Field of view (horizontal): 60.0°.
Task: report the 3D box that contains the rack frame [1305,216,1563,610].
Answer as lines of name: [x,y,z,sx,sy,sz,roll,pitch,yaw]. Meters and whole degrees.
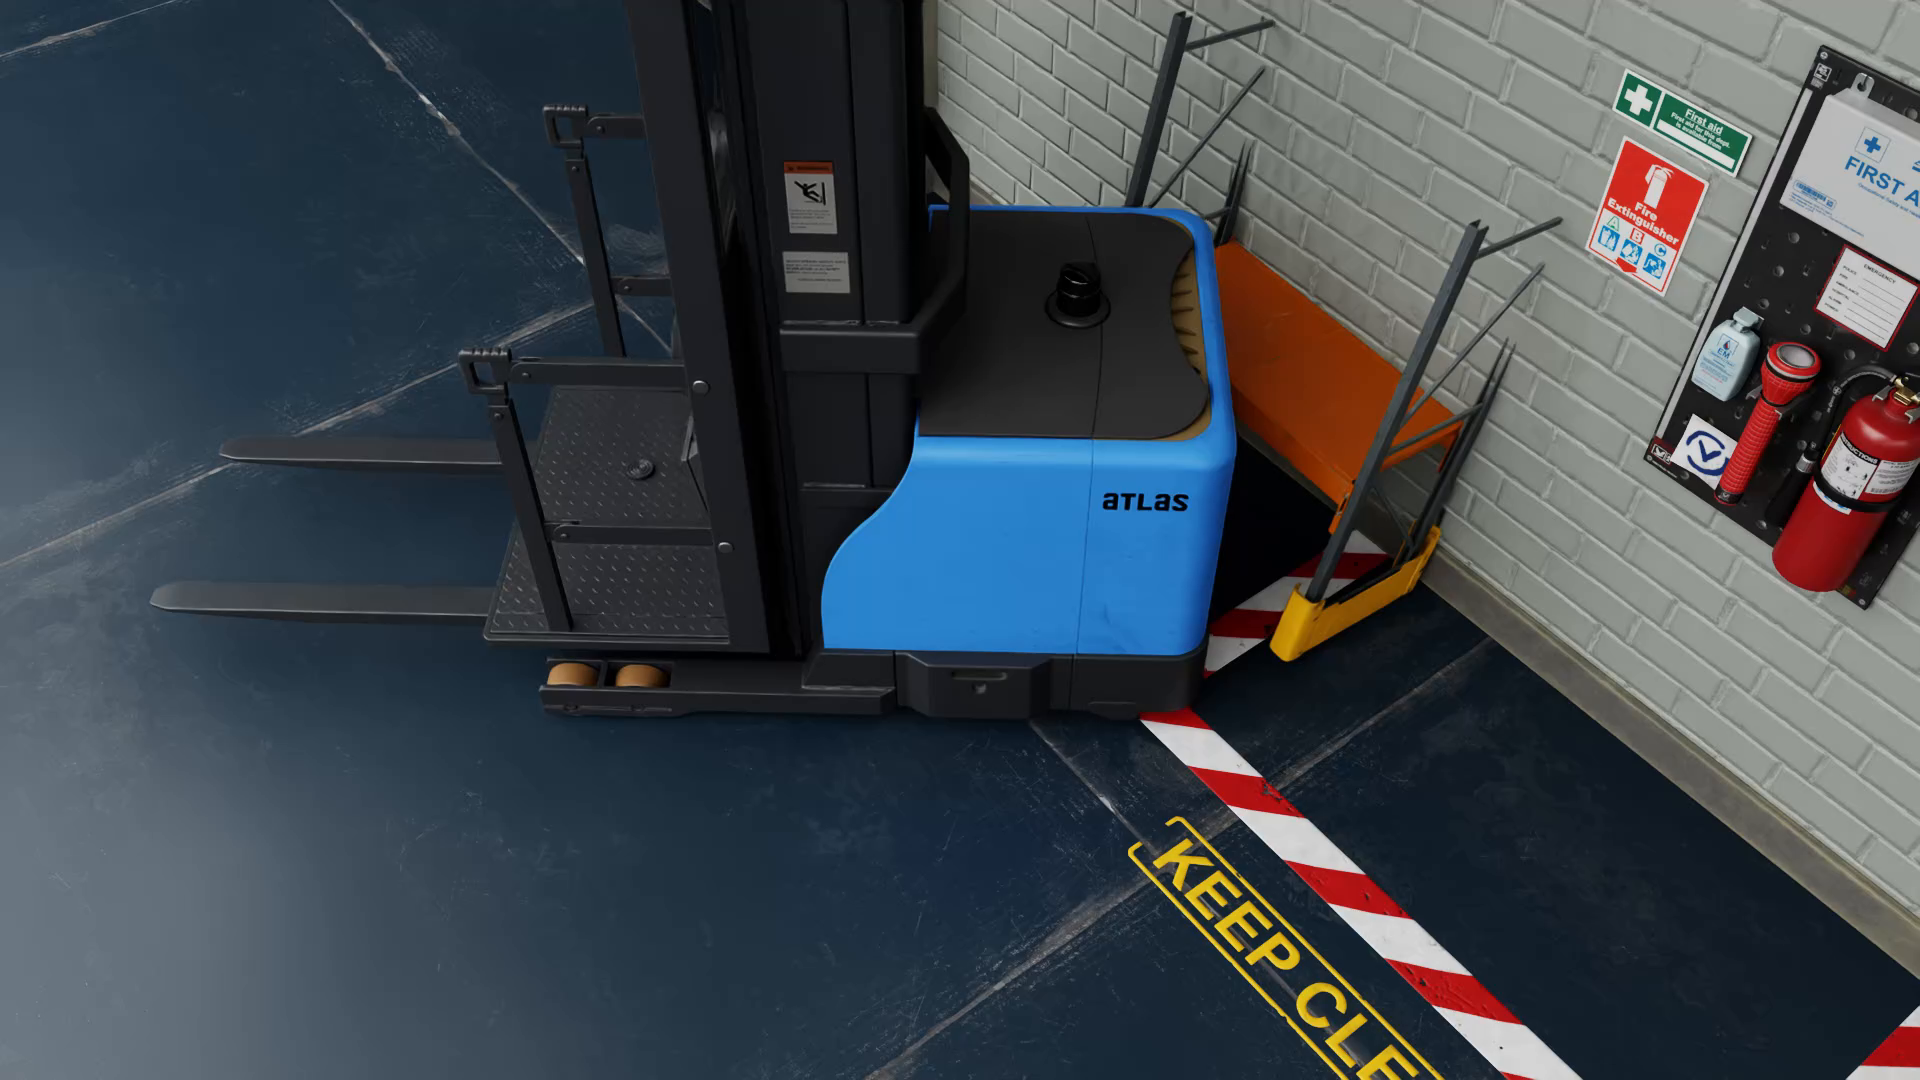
rack frame: [1.263,-0.288,4.472,0.500,1.500,0.032,-24,55,-31]

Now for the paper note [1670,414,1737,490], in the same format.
paper note: [1.799,-0.209,4.009,0.016,0.148,0.142,-29,54,-24]

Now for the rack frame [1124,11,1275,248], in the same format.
rack frame: [0.651,-0.928,4.970,0.500,1.500,0.032,-24,55,-31]

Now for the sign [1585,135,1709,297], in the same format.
sign: [1.598,-0.753,3.884,0.001,0.329,0.234,-29,54,-24]

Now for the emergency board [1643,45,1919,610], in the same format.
emergency board: [1.851,-0.369,3.560,0.194,1.169,0.643,-29,54,-24]

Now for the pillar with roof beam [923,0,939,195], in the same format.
pillar with roof beam: [-3.742,-2.517,1.458,9.100,9.000,0.400,-29,54,-24]

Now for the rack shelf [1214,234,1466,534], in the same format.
rack shelf: [0.931,-0.484,4.849,0.538,0.185,1.000,-24,55,-31]

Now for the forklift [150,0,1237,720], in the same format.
forklift: [-0.811,-0.866,4.057,3.031,2.935,1.130,1,48,1]

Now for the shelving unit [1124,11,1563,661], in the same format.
shelving unit: [0.962,-0.602,4.717,0.587,1.500,1.083,-24,55,-31]

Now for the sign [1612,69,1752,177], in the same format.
sign: [1.594,-0.925,3.682,0.001,0.109,0.331,-29,54,-24]

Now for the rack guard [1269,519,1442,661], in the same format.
rack guard: [1.171,0.143,4.916,0.587,0.250,0.087,-24,55,-31]
